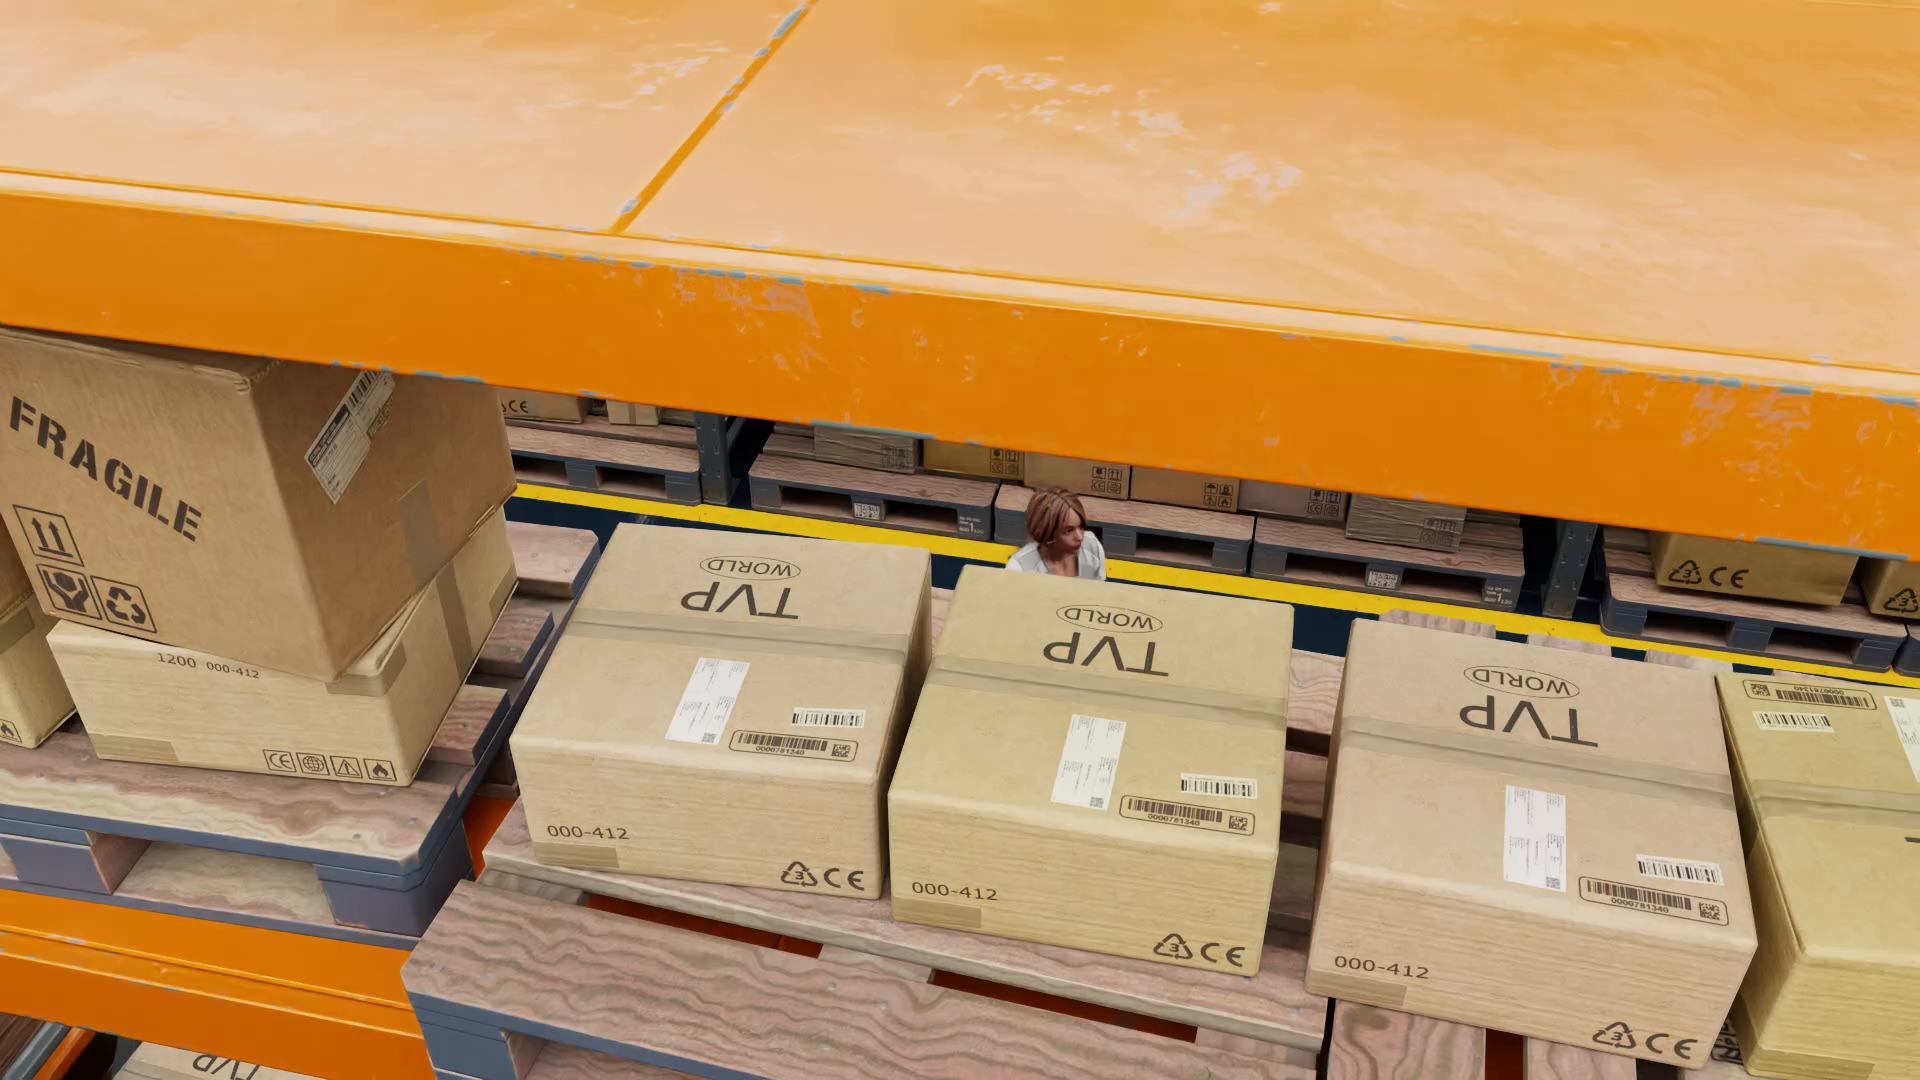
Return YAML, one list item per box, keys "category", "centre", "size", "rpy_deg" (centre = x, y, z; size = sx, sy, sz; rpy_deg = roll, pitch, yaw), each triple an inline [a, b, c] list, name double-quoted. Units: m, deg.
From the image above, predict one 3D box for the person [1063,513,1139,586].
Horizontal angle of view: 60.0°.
- category: "person"
  centre: [0.483, 0.639, 5.794]
  size: [0.443, 1.566, 0.806]
  rpy_deg: [-13, 39, -16]
